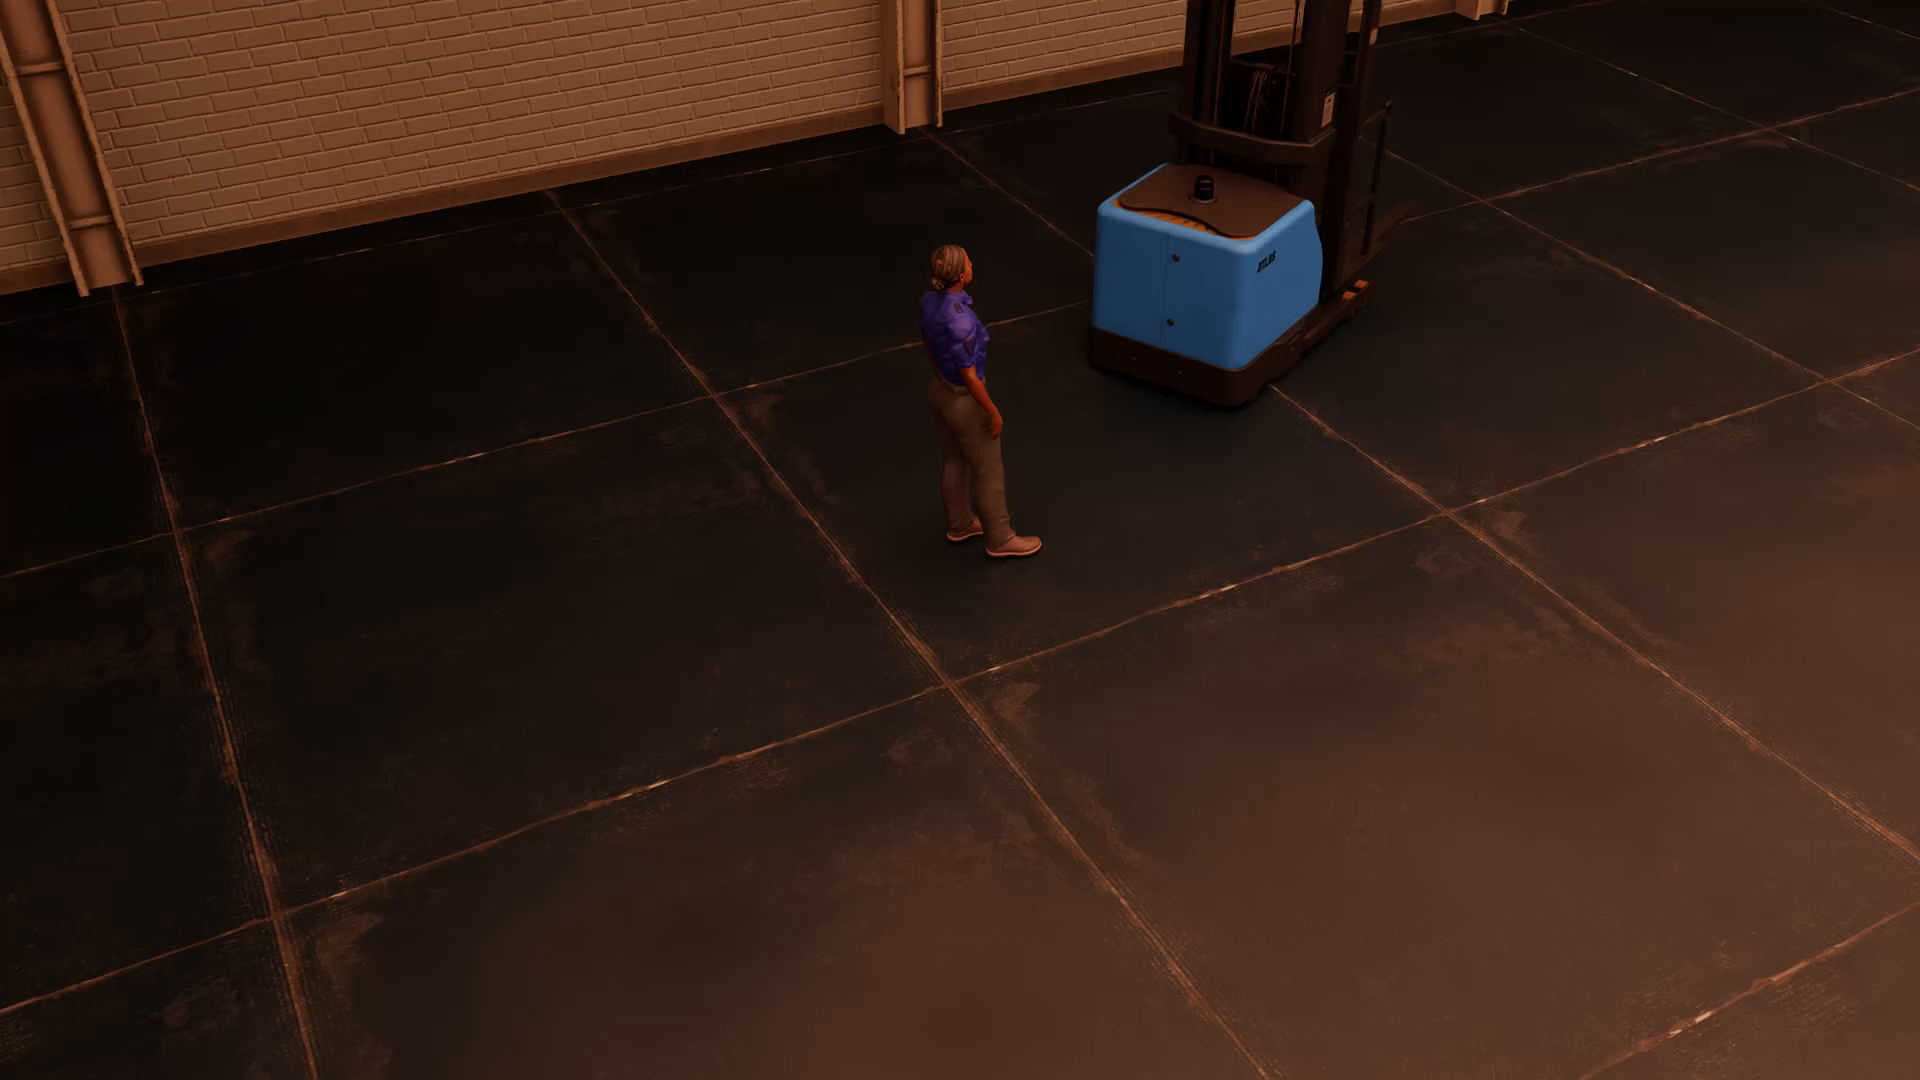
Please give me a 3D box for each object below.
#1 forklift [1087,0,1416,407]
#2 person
[{"bbox_3d":[2.035,-2.773,10.046,1.130,2.935,3.031,22,41,28],"label":"forklift"},{"bbox_3d":[0.087,-0.690,8.204,0.504,1.642,0.570,-17,39,-23],"label":"person"}]
